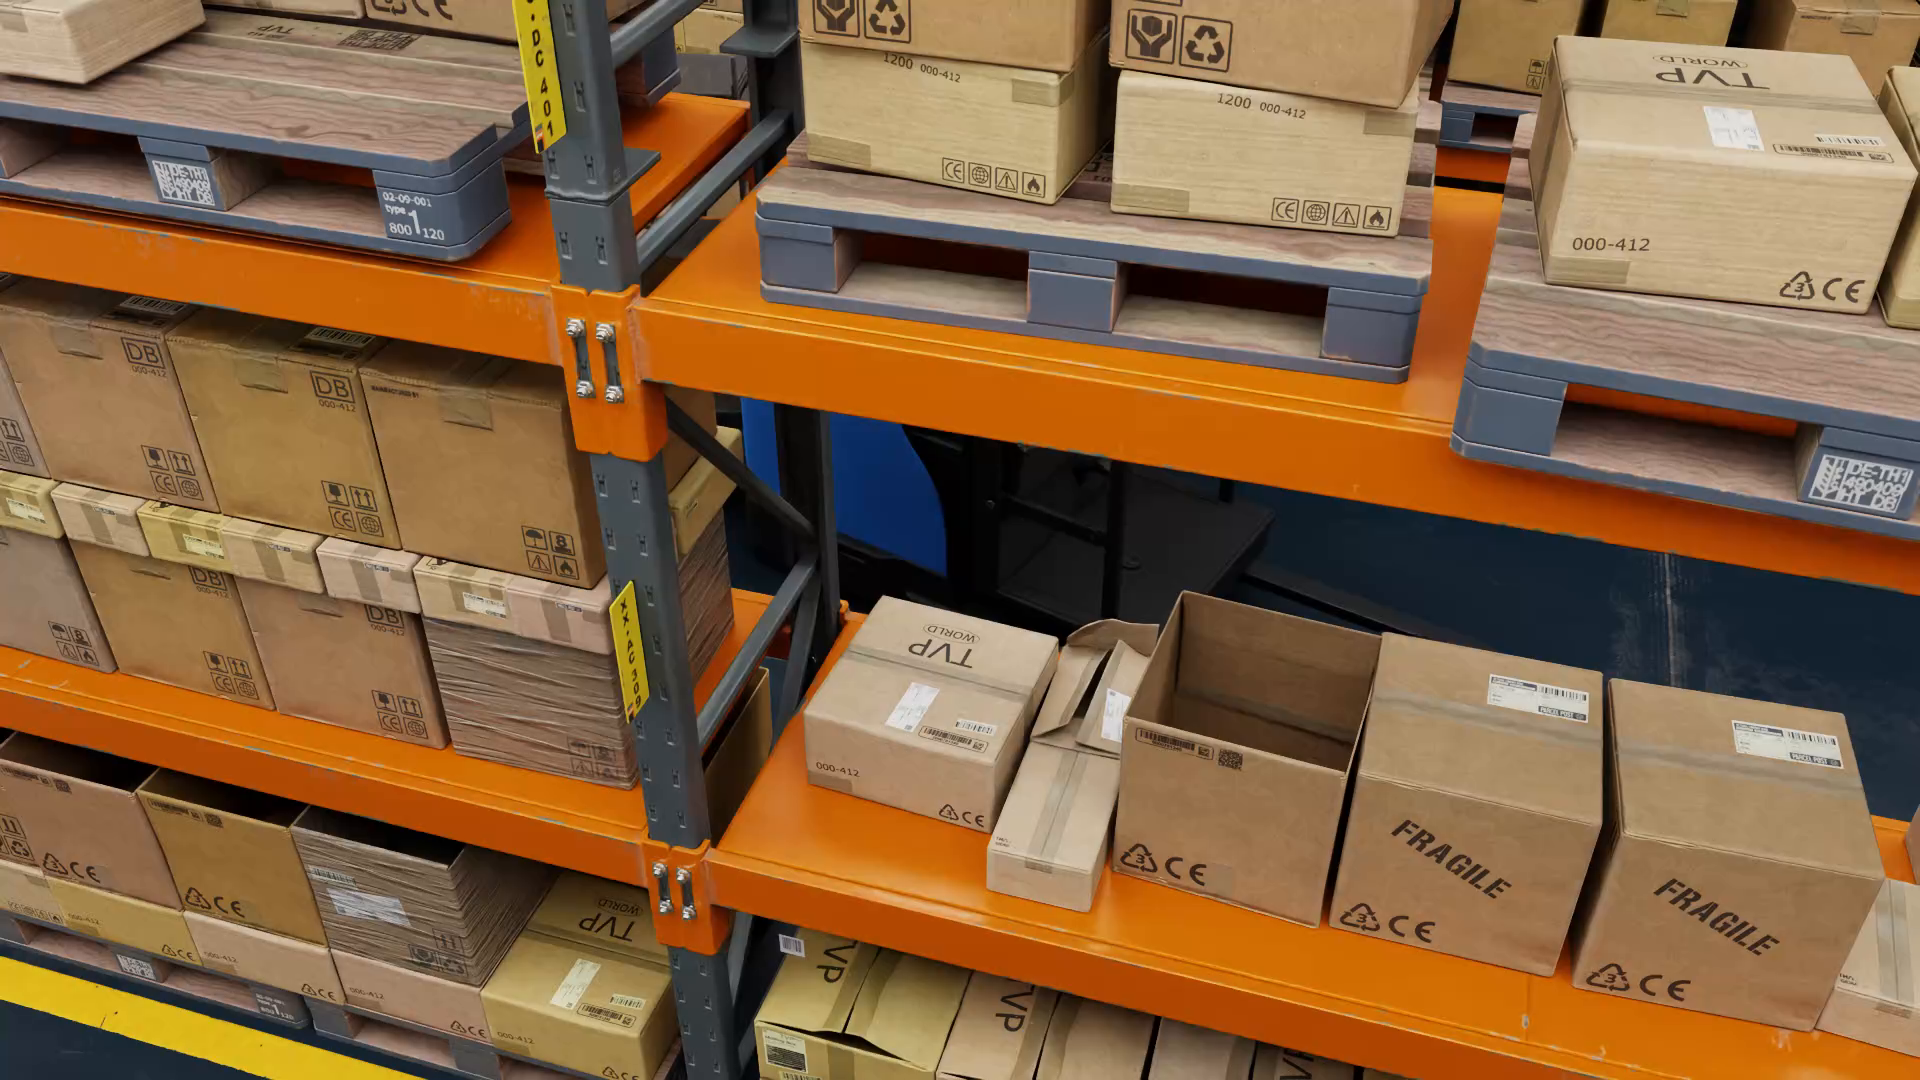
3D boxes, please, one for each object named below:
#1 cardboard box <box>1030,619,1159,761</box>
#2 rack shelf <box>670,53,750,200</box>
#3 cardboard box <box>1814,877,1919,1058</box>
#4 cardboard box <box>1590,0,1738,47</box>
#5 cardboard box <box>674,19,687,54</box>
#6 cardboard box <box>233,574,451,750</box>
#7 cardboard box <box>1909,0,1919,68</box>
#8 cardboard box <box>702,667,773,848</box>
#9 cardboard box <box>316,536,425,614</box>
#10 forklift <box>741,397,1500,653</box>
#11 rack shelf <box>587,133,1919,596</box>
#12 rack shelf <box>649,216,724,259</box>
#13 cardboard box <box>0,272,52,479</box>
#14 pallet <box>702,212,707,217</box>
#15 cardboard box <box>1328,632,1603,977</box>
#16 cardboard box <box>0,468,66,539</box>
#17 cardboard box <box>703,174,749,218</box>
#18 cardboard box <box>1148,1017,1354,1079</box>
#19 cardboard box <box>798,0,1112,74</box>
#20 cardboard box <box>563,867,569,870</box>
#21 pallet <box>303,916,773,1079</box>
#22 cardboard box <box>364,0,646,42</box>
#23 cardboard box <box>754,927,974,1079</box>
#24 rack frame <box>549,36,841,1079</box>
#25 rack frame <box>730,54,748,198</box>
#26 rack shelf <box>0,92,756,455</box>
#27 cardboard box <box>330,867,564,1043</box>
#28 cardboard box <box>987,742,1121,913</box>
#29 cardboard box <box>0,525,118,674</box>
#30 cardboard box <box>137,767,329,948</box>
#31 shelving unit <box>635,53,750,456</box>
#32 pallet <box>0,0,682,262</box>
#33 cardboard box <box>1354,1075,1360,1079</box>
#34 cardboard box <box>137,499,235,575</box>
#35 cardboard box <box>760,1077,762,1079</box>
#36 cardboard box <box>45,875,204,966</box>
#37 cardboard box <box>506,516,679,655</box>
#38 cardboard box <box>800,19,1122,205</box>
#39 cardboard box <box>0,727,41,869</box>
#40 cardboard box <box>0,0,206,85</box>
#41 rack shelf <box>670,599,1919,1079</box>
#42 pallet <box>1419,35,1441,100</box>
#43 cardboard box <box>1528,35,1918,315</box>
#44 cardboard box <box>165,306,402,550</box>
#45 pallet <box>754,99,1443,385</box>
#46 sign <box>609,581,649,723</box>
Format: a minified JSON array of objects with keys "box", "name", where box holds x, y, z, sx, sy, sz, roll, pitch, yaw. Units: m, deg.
[{"box":[0.346,0.417,4.266,0.258,0.266,0.396,10,37,13],"name":"cardboard box"},{"box":[-1.065,-1.614,6.513,0.480,0.518,0.431,3,37,4],"name":"rack shelf"},{"box":[2.036,0.926,3.673,0.250,0.149,0.380,13,38,17],"name":"cardboard box"},{"box":[3.096,-2.288,7.372,0.500,0.500,0.700,10,38,14],"name":"cardboard box"},{"box":[-1.537,-2.704,8.503,0.500,0.250,0.500,10,38,13],"name":"cardboard box"},{"box":[-1.479,0.107,4.490,0.500,0.500,0.700,10,38,13],"name":"cardboard box"},{"box":[4.292,-2.080,7.090,0.500,0.500,0.700,6,37,8],"name":"cardboard box"},{"box":[-0.897,0.688,5.117,0.500,0.500,0.500,10,38,14],"name":"cardboard box"},{"box":[-1.358,-0.007,4.097,0.250,0.149,0.380,9,37,13],"name":"cardboard box"},{"box":[0.606,-0.895,5.994,3.031,2.935,1.130,21,41,26],"name":"forklift"},{"box":[1.361,-0.254,3.140,4.000,0.370,1.077,10,38,14],"name":"rack shelf"},{"box":[-1.065,-1.051,6.929,0.480,0.518,0.431,3,37,4],"name":"rack shelf"},{"box":[-2.411,-0.592,4.346,0.500,0.500,0.700,11,38,14],"name":"cardboard box"},{"box":[-0.894,-1.682,9.358,1.213,0.211,1.003,10,38,14],"name":"pallet"},{"box":[1.161,0.598,3.823,0.500,0.500,0.500,11,38,14],"name":"cardboard box"},{"box":[-2.337,-0.188,4.343,0.250,0.149,0.380,12,38,15],"name":"cardboard box"},{"box":[-1.030,-1.938,9.090,0.500,0.500,0.700,8,37,11],"name":"cardboard box"},{"box":[0.743,1.420,4.283,0.500,0.311,0.500,9,37,12],"name":"cardboard box"},{"box":[0.029,-1.176,2.927,0.500,0.500,0.500,11,38,14],"name":"cardboard box"},{"box":[-1.376,0.905,5.456,0.500,0.250,0.500,10,38,14],"name":"cardboard box"},{"box":[-1.295,1.270,5.346,1.213,0.211,1.003,10,38,14],"name":"pallet"},{"box":[-0.950,-1.401,3.535,0.500,0.500,0.500,14,38,18],"name":"cardboard box"},{"box":[-0.228,1.238,4.530,0.500,0.311,0.500,11,38,14],"name":"cardboard box"},{"box":[-0.548,0.311,4.297,0.127,3.000,1.000,10,38,14],"name":"rack frame"},{"box":[-0.822,-1.050,6.904,0.015,2.100,0.400,3,37,4],"name":"rack frame"},{"box":[-2.457,-0.961,4.101,4.000,0.370,1.077,10,38,14],"name":"rack shelf"},{"box":[-1.530,1.197,5.058,0.500,0.250,0.500,10,38,14],"name":"cardboard box"},{"box":[0.237,0.685,4.001,0.250,0.149,0.380,10,38,14],"name":"cardboard box"},{"box":[-2.446,-0.074,4.736,0.500,0.500,0.700,12,38,15],"name":"cardboard box"},{"box":[-2.008,0.808,4.954,0.500,0.500,0.500,10,38,14],"name":"cardboard box"},{"box":[-1.065,-1.062,6.921,0.503,2.100,0.431,3,37,4],"name":"shelving unit"},{"box":[-1.370,-0.997,3.619,1.213,0.211,1.003,10,38,14],"name":"pallet"},{"box":[1.231,1.733,4.331,0.500,0.250,0.500,11,38,15],"name":"cardboard box"},{"box":[-1.842,-0.098,4.221,0.250,0.149,0.380,10,38,14],"name":"cardboard box"},{"box":[-0.237,1.461,4.700,0.500,0.250,0.500,10,37,13],"name":"cardboard box"},{"box":[-2.489,1.029,5.286,0.500,0.250,0.500,10,38,14],"name":"cardboard box"},{"box":[-0.872,0.083,3.975,0.250,0.149,0.380,10,38,14],"name":"cardboard box"},{"box":[0.037,-0.891,3.172,0.500,0.250,0.500,14,39,19],"name":"cardboard box"},{"box":[-2.962,0.630,5.197,0.500,0.500,0.500,10,38,14],"name":"cardboard box"},{"box":[-1.781,-1.080,3.395,0.250,0.149,0.380,10,38,14],"name":"cardboard box"},{"box":[1.361,0.955,4.030,4.000,0.370,1.077,10,38,14],"name":"rack shelf"},{"box":[1.612,-2.198,7.867,1.213,0.211,1.003,10,38,14],"name":"pallet"},{"box":[1.259,-0.633,2.821,0.500,0.250,0.500,7,37,10],"name":"cardboard box"},{"box":[-1.456,-0.415,4.104,0.500,0.500,0.700,10,38,14],"name":"cardboard box"},{"box":[0.298,-0.671,3.262,1.217,0.209,0.805,9,37,12],"name":"pallet"},{"box":[-0.712,0.245,3.589,0.005,0.325,0.100,10,38,14],"name":"sign"}]
